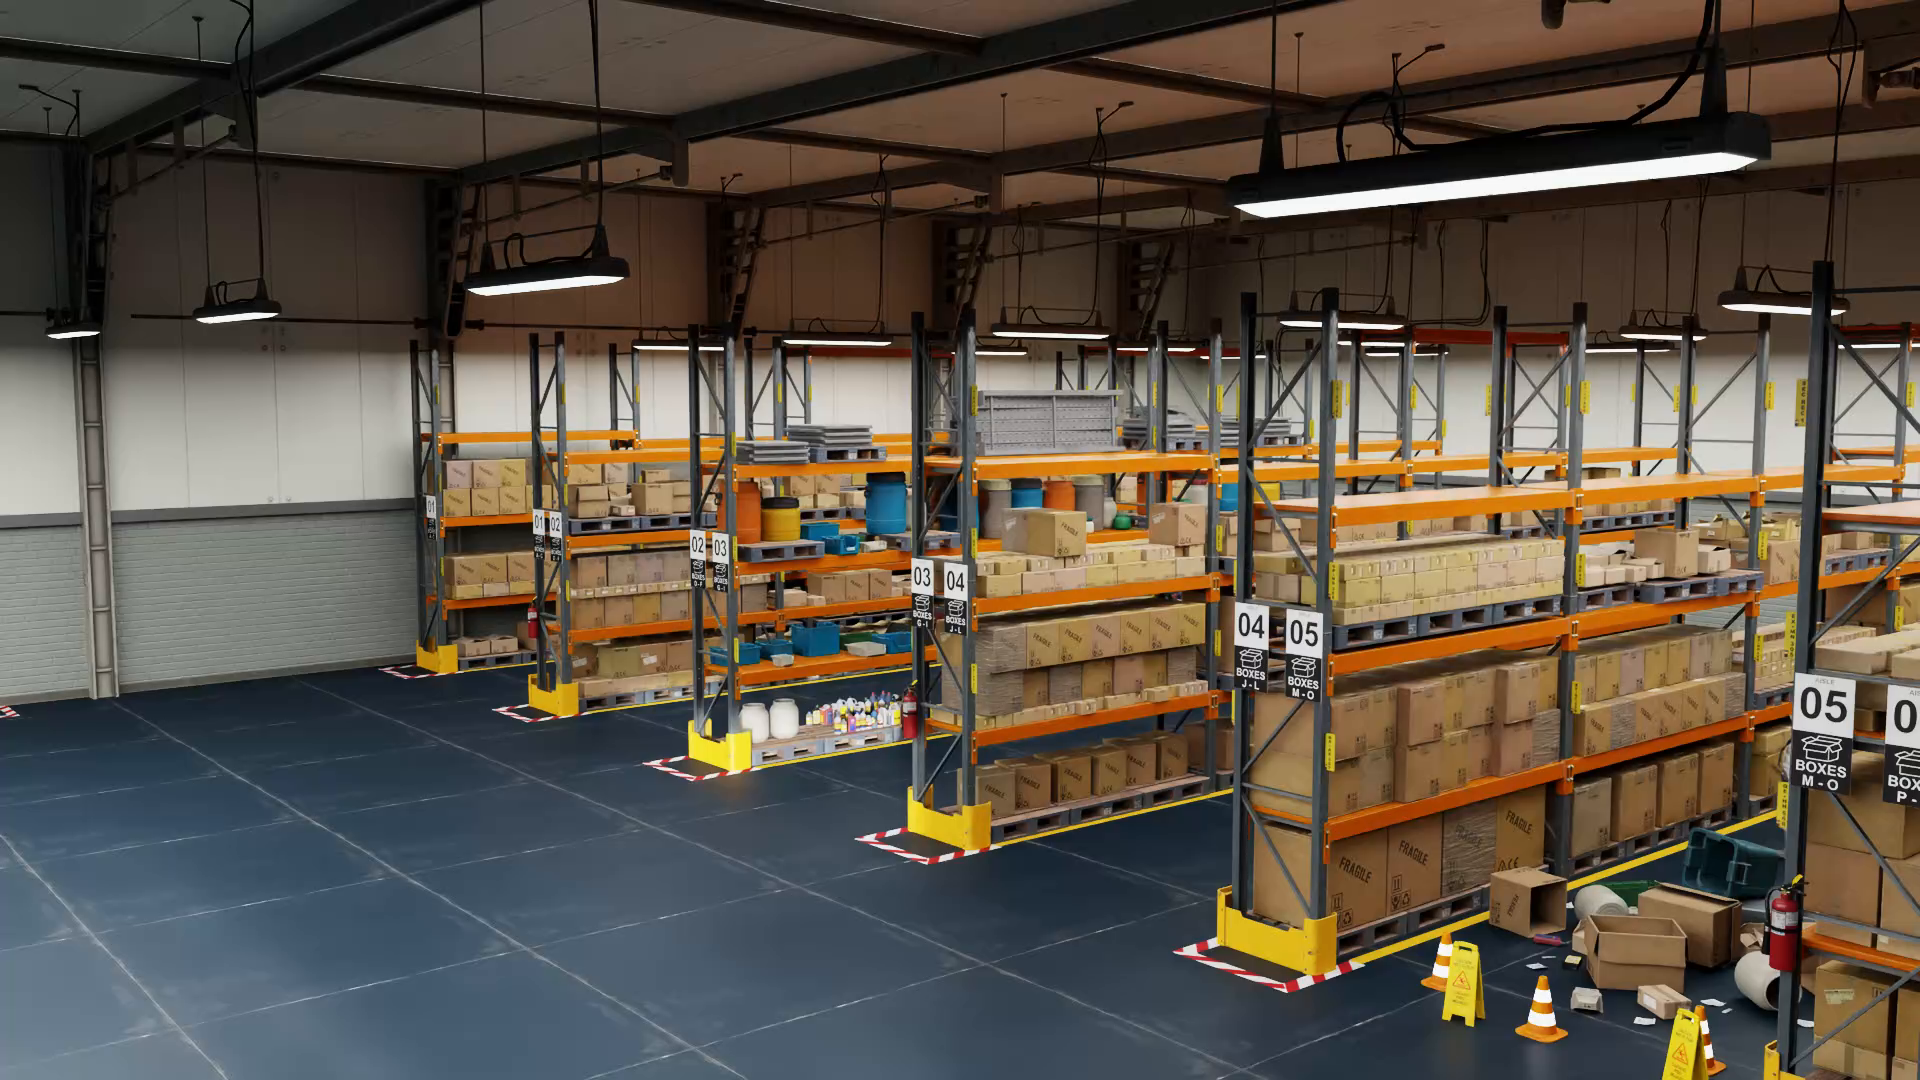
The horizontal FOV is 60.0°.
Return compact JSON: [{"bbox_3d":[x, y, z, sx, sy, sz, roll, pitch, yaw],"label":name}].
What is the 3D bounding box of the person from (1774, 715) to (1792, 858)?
[{"bbox_3d":[9.213,2.669,18.149,0.509,1.668,0.430,-1,5,-13],"label":"person"}]
